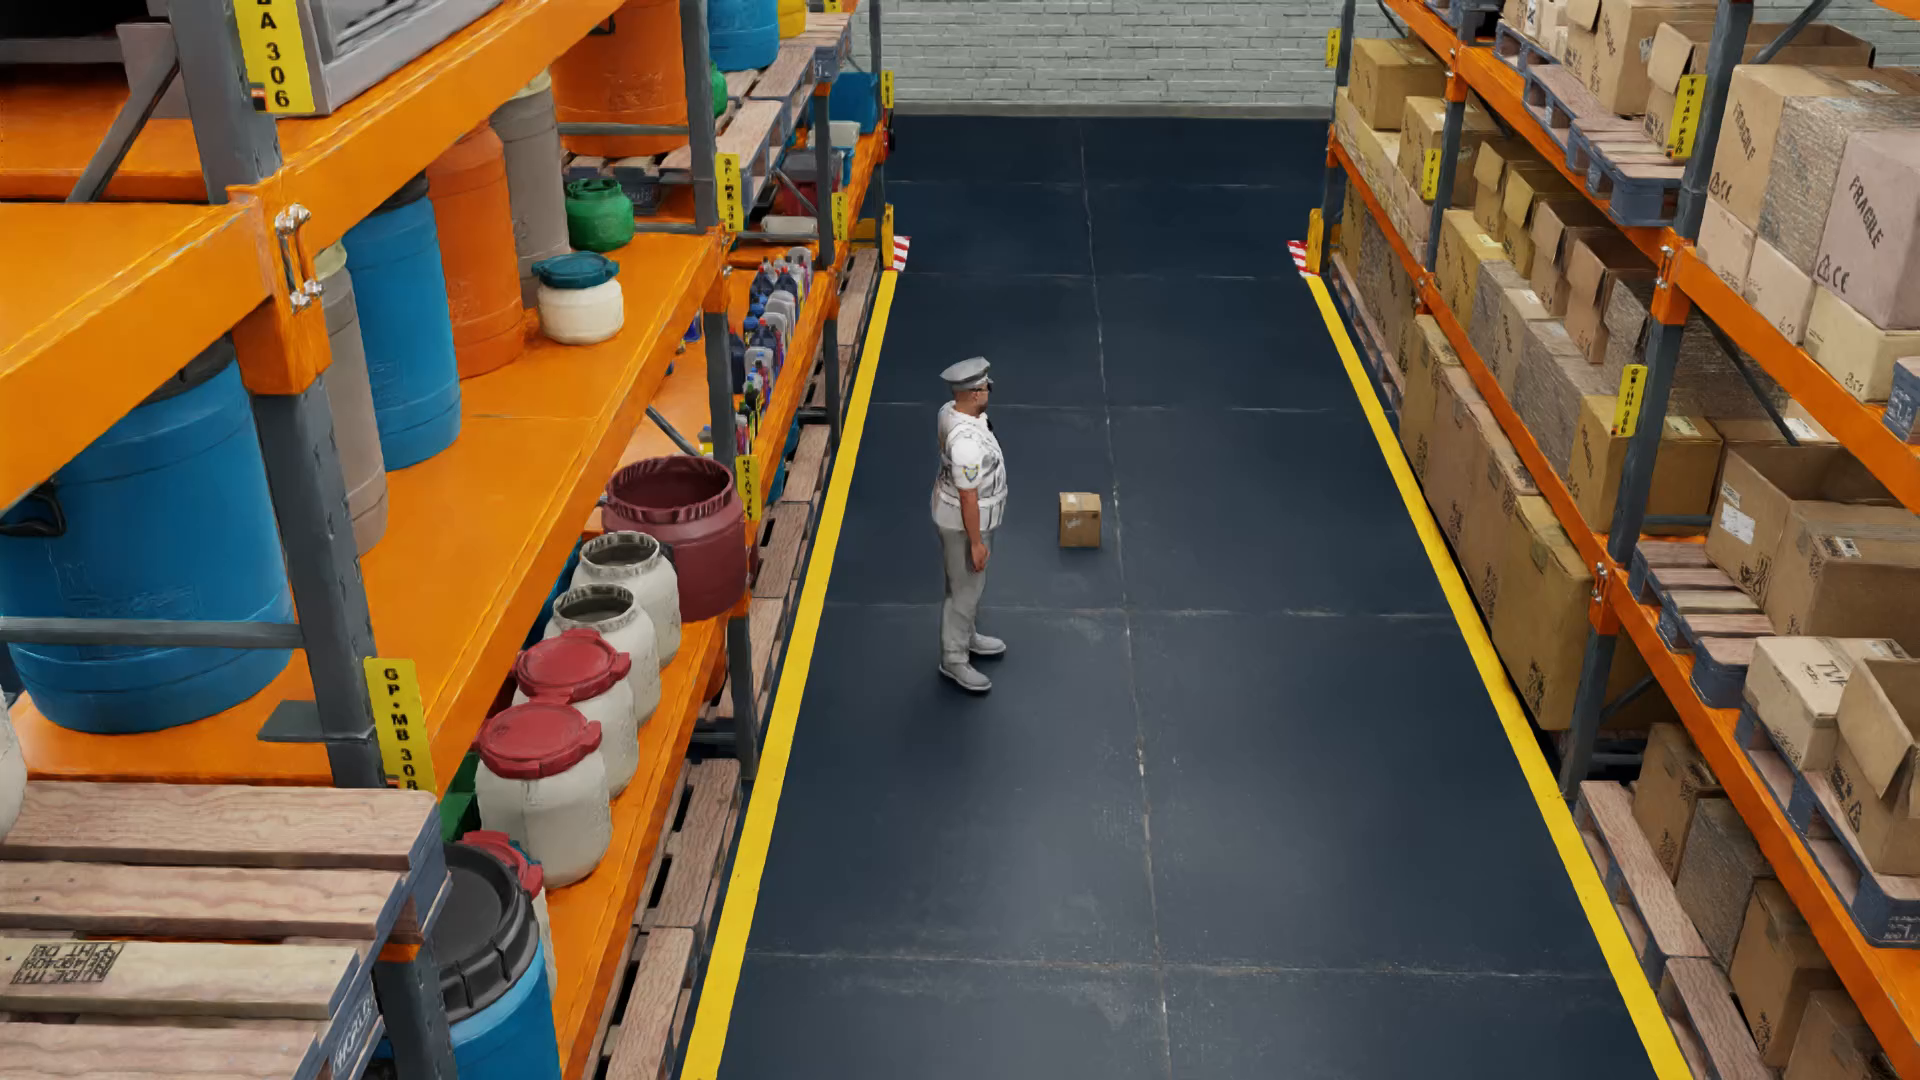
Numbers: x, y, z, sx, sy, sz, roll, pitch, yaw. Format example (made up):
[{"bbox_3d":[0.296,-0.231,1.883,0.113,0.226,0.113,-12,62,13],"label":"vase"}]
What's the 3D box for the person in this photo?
[{"bbox_3d":[0.053,-0.108,8.762,0.413,1.769,0.614,-2,28,-4],"label":"person"}]
